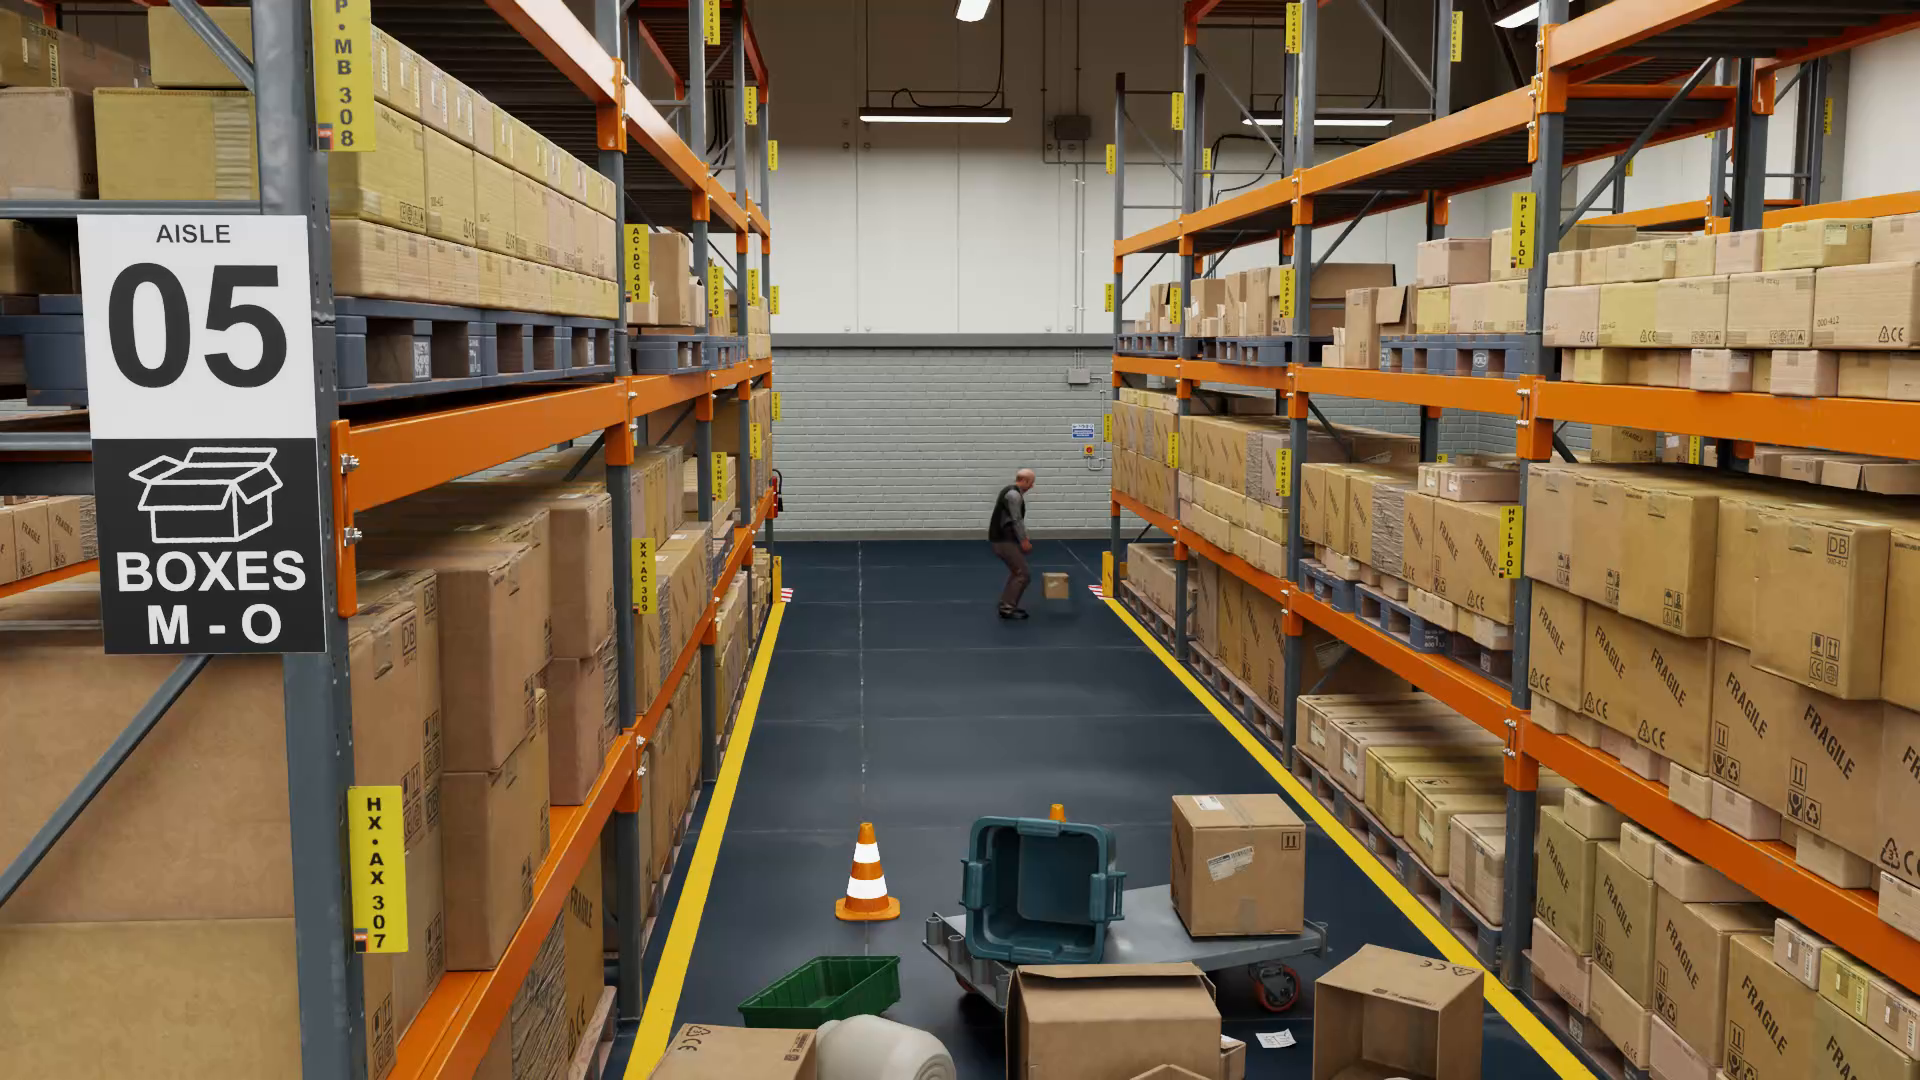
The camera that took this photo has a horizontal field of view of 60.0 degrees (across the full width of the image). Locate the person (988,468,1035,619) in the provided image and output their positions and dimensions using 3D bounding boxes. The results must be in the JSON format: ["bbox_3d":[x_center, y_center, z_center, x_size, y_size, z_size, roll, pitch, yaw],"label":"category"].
[{"bbox_3d":[0.560,0.031,18.088,0.509,1.614,0.574,0,7,-2],"label":"person"}]
